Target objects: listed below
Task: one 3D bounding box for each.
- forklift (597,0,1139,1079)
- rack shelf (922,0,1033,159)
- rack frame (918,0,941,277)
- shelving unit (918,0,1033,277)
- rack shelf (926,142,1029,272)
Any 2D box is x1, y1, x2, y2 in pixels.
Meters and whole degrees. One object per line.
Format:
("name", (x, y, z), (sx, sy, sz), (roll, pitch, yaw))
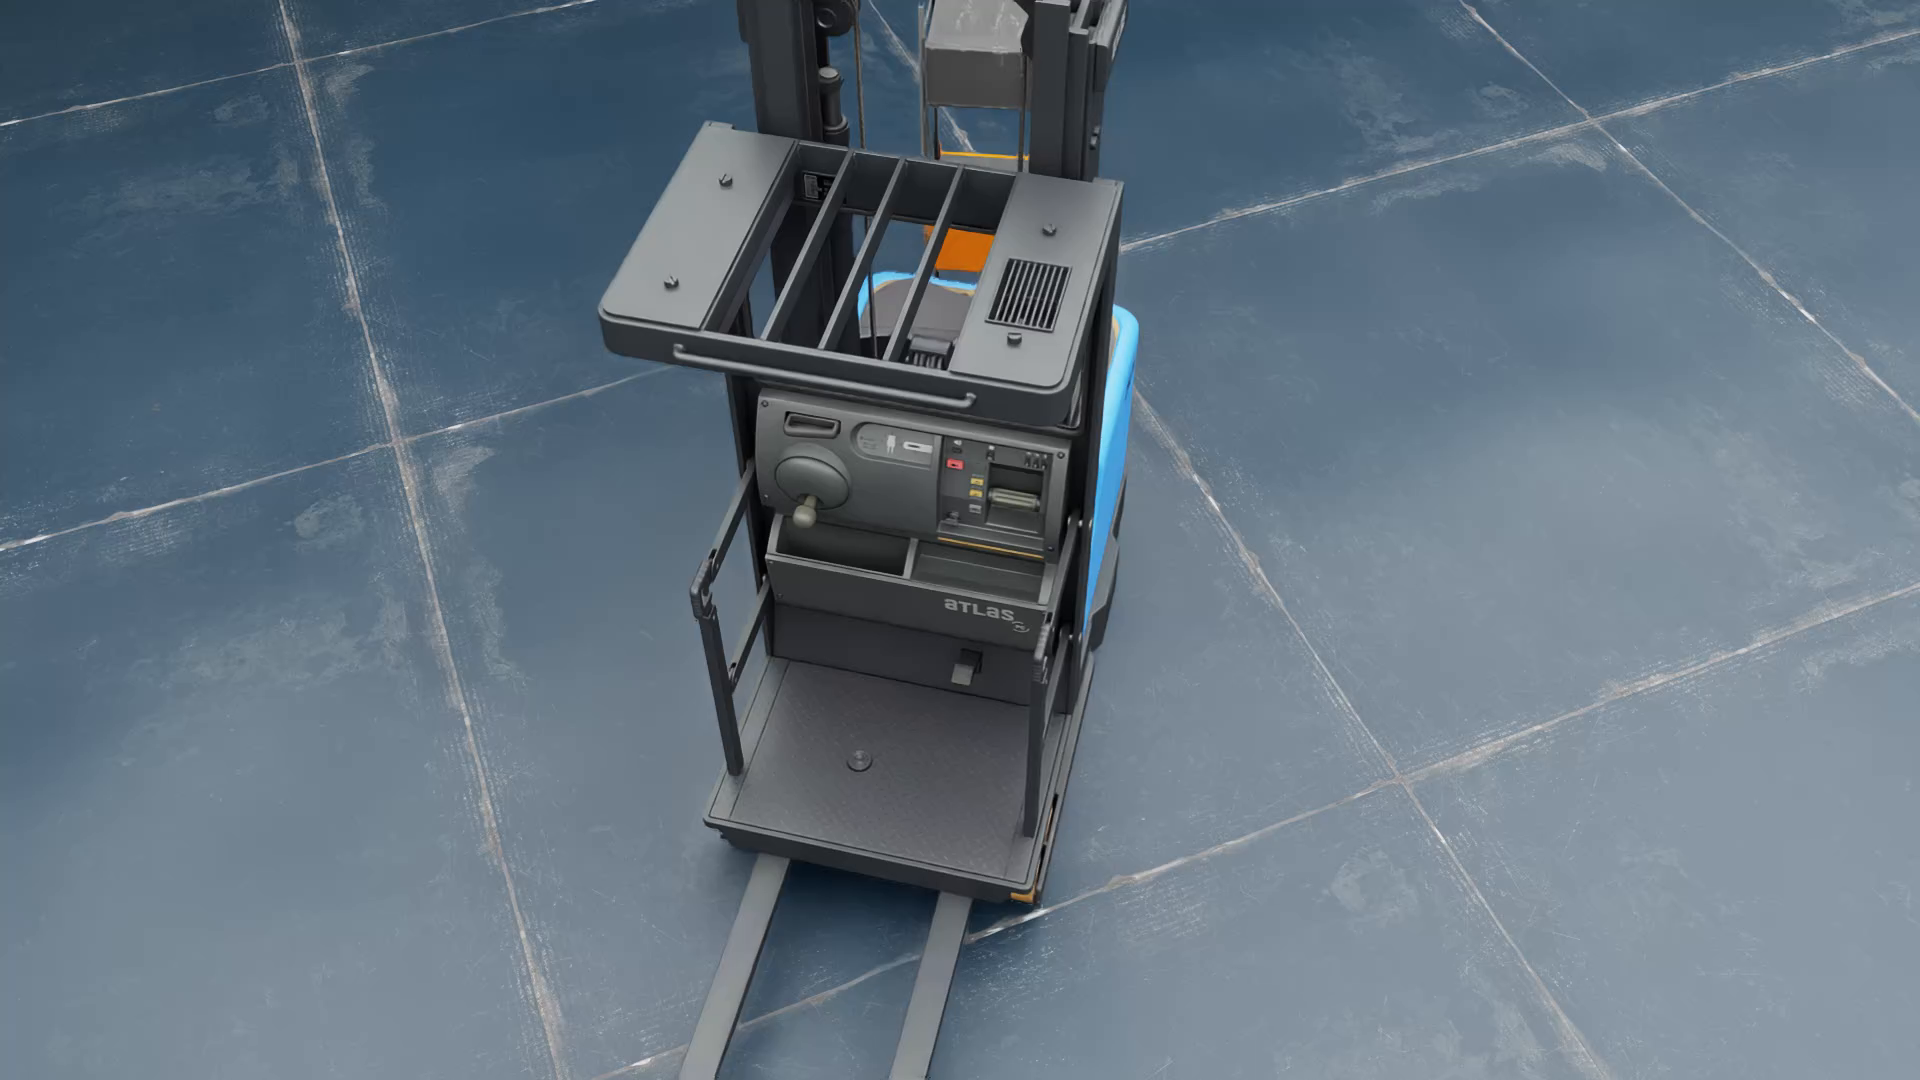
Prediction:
("forklift", (-0.195, -0.077, 4.725), (1.130, 2.935, 3.031), (10, 50, 9))
("rack shelf", (0.138, -1.583, 5.661), (0.480, 0.518, 0.431), (5, 50, 4))
("rack frame", (-0.105, -1.155, 6.199), (0.015, 2.100, 0.400), (5, 50, 4))
("shelving unit", (0.138, -1.136, 6.182), (0.503, 2.100, 0.431), (5, 50, 4))
("rack shelf", (0.138, -1.127, 6.192), (0.480, 0.518, 0.431), (5, 50, 4))
